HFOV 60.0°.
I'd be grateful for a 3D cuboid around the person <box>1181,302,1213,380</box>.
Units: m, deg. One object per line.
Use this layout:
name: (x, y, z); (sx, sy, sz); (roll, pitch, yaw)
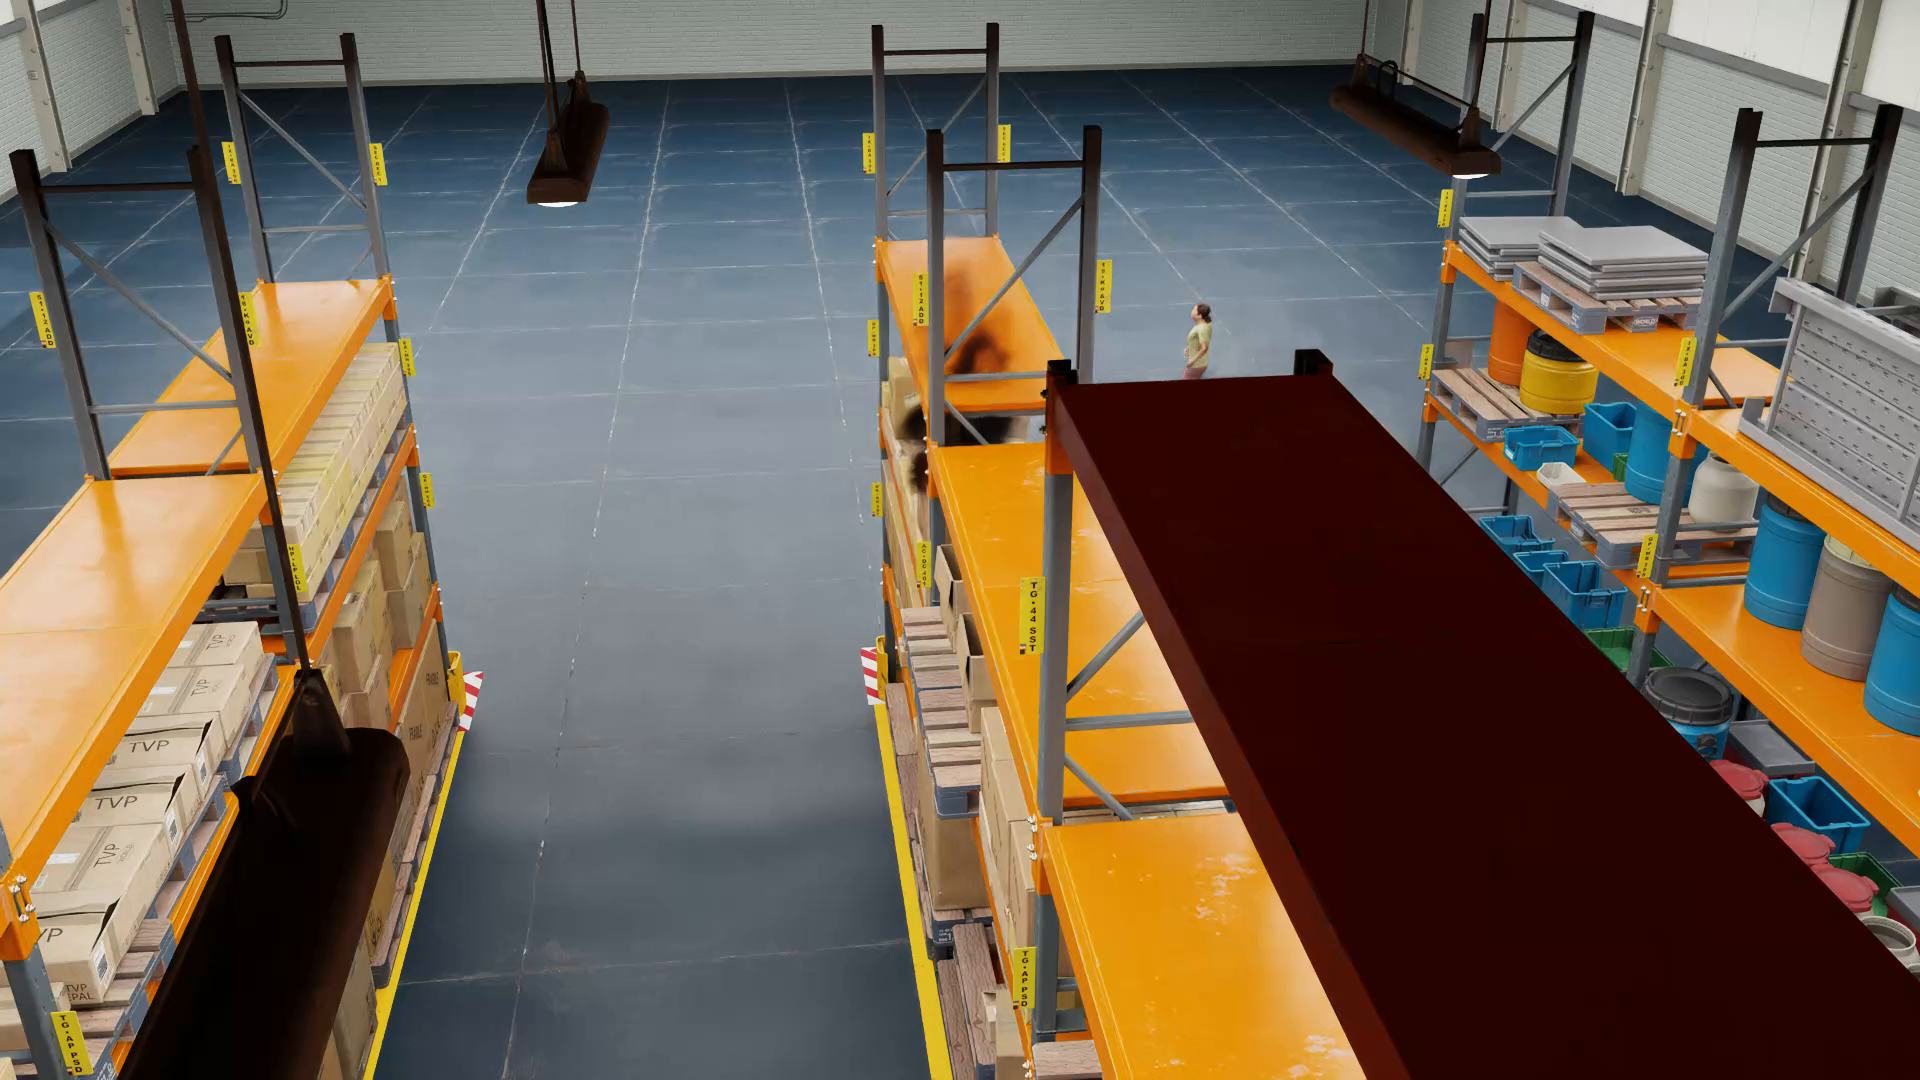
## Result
person: (3.108, -2.264, 21.364); (0.548, 1.637, 0.585); (7, 26, 15)
